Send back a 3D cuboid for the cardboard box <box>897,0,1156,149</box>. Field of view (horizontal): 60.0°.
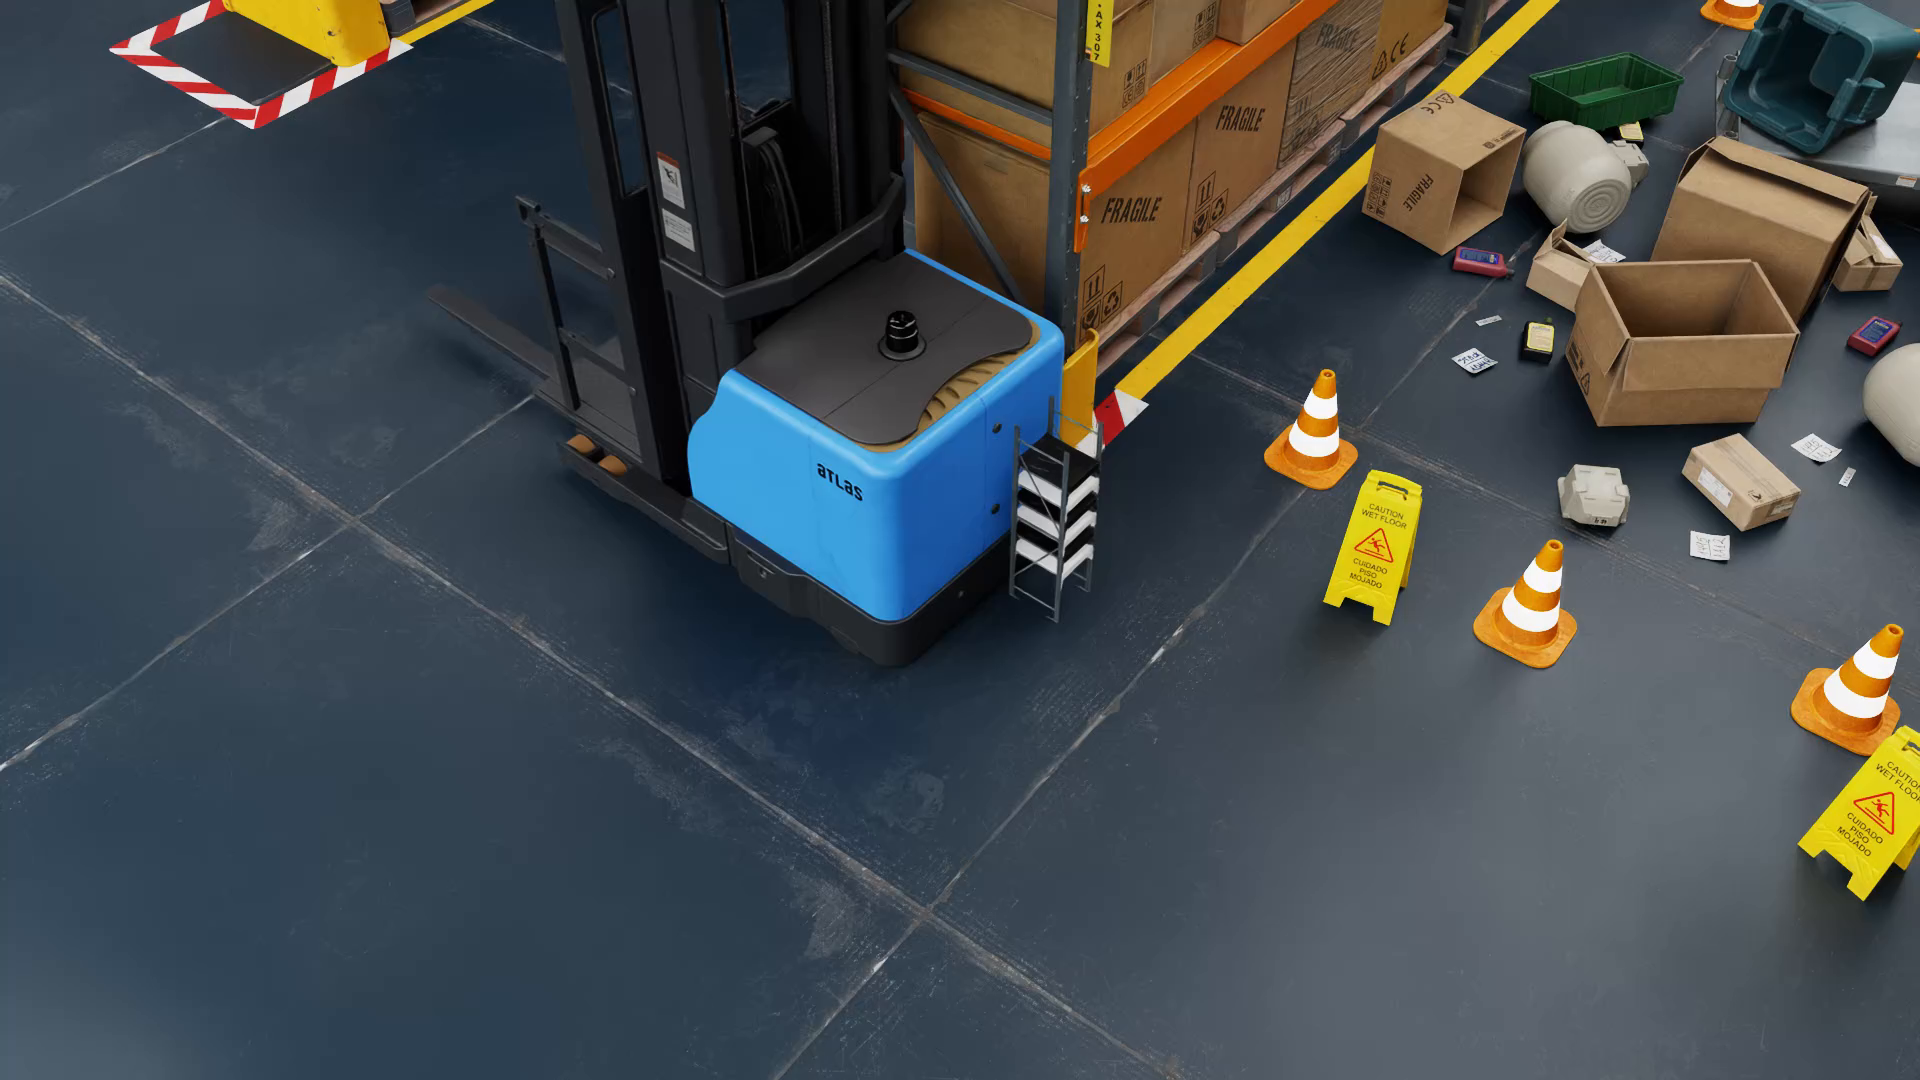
[{"bbox_3d":[0.237,-1.998,6.481,0.875,0.550,0.550,29,53,25],"label":"cardboard box"}]

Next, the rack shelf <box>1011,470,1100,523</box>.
[{"bbox_3d":[0.352,-0.201,6.117,0.258,0.077,0.200,31,54,26],"label":"rack shelf"}]

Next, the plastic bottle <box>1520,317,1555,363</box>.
[{"bbox_3d":[2.641,-0.925,7.592,0.133,0.061,0.283,13,48,12],"label":"plastic bottle"}]

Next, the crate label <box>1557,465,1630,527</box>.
[{"bbox_3d":[2.613,-0.184,6.831,0.250,0.136,0.298,6,47,5],"label":"crate label"}]

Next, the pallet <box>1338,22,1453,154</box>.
[{"bbox_3d":[1.965,-2.639,9.125,1.003,0.211,1.213,29,53,25],"label":"pallet"}]

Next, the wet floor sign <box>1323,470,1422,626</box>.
[{"bbox_3d":[1.596,-0.009,6.312,0.267,0.644,0.232,21,50,19],"label":"wet floor sign"}]

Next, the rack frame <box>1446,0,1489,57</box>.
[{"bbox_3d":[2.492,-4.003,8.499,1.000,3.000,0.127,29,53,25],"label":"rack frame"}]

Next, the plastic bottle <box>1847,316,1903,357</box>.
[{"bbox_3d":[4.198,-0.948,7.613,0.283,0.061,0.133,-33,55,-28],"label":"plastic bottle"}]

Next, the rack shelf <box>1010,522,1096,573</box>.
[{"bbox_3d":[0.352,-0.015,6.312,0.258,0.077,0.200,31,54,26],"label":"rack shelf"}]

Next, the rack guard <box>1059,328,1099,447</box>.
[{"bbox_3d":[0.032,-0.837,7.204,1.175,0.500,0.348,29,53,25],"label":"rack guard"}]

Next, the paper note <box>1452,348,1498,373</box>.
[{"bbox_3d":[2.323,-0.811,7.504,0.142,0.017,0.144,-25,51,-22],"label":"paper note"}]

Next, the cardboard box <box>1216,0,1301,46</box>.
[{"bbox_3d":[0.998,-2.587,7.043,0.875,0.550,0.550,29,53,25],"label":"cardboard box"}]

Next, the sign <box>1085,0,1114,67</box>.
[{"bbox_3d":[0.482,-1.791,5.733,0.100,0.325,0.005,29,53,25],"label":"sign"}]

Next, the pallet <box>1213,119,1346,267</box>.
[{"bbox_3d":[1.220,-1.938,8.455,1.003,0.211,1.213,29,53,25],"label":"pallet"}]

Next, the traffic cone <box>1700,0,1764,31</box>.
[{"bbox_3d":[4.507,-3.226,9.512,0.336,0.463,0.334,29,53,25],"label":"traffic cone"}]

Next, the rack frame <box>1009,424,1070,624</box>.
[{"bbox_3d":[0.288,-0.043,6.169,0.240,0.900,0.006,31,54,26],"label":"rack frame"}]

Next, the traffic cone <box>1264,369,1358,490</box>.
[{"bbox_3d":[1.495,-0.514,6.921,0.336,0.463,0.334,29,53,25],"label":"traffic cone"}]

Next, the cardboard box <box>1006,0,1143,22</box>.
[{"bbox_3d":[0.304,-2.334,6.055,0.875,0.550,0.550,29,53,25],"label":"cardboard box"}]

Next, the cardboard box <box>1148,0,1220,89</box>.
[{"bbox_3d":[0.556,-2.322,6.790,0.875,0.550,0.550,29,53,25],"label":"cardboard box"}]

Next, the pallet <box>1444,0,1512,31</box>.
[{"bbox_3d":[2.904,-3.514,9.961,1.003,0.211,1.213,29,53,25],"label":"pallet"}]

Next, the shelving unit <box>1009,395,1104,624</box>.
[{"bbox_3d":[0.352,-0.100,6.223,0.258,0.900,0.210,31,54,26],"label":"shelving unit"}]

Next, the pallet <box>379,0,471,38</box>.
[{"bbox_3d":[-3.246,-3.494,9.942,1.003,0.211,1.213,29,53,25],"label":"pallet"}]

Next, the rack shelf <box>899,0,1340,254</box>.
[{"bbox_3d":[1.269,-2.610,7.666,1.077,0.370,4.000,29,53,25],"label":"rack shelf"}]

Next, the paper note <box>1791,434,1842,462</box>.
[{"bbox_3d":[3.666,-0.394,7.114,0.142,0.019,0.148,-25,51,-22],"label":"paper note"}]

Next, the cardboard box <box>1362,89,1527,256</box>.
[{"bbox_3d":[2.355,-1.798,8.120,0.500,0.500,0.500,-33,55,-28],"label":"cardboard box"}]

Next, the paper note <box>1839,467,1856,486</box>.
[{"bbox_3d":[3.735,-0.266,6.997,0.032,0.001,0.123,29,53,25],"label":"paper note"}]

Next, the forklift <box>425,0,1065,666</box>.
[{"bbox_3d":[-1.053,-1.459,6.117,3.031,2.935,1.130,32,54,27],"label":"forklift"}]

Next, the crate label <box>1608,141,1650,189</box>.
[{"bbox_3d":[3.351,-1.923,8.492,0.298,0.136,0.250,-2,46,-2],"label":"crate label"}]

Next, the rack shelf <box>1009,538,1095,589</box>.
[{"bbox_3d":[0.352,0.048,6.377,0.258,0.077,0.200,31,54,26],"label":"rack shelf"}]

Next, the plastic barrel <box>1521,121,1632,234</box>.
[{"bbox_3d":[3.012,-1.785,8.163,0.421,0.421,0.512,-9,47,-8],"label":"plastic barrel"}]

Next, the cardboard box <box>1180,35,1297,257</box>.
[{"bbox_3d":[0.945,-2.047,7.810,0.875,0.875,0.875,28,53,24],"label":"cardboard box"}]

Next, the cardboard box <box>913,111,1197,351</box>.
[{"bbox_3d":[0.409,-1.542,7.328,0.875,0.875,0.875,29,53,25],"label":"cardboard box"}]

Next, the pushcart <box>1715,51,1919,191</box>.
[{"bbox_3d":[4.636,-1.946,8.348,1.648,0.377,0.936,13,48,12],"label":"pushcart"}]

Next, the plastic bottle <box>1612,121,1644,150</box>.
[{"bbox_3d":[3.517,-2.162,8.773,0.133,0.061,0.283,6,47,5],"label":"plastic bottle"}]

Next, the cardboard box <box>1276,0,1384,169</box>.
[{"bbox_3d":[1.504,-2.567,8.307,0.875,0.875,0.875,30,53,25],"label":"cardboard box"}]

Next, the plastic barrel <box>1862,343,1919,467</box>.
[{"bbox_3d":[4.090,-0.545,6.978,0.421,0.421,0.512,-9,47,-8],"label":"plastic barrel"}]

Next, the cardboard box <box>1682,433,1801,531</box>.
[{"bbox_3d":[3.228,-0.241,6.878,0.250,0.149,0.380,-17,49,-15],"label":"cardboard box"}]

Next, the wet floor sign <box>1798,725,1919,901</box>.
[{"bbox_3d":[3.062,0.866,5.477,0.232,0.644,0.267,-25,51,-22],"label":"wet floor sign"}]

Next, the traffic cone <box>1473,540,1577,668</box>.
[{"bbox_3d":[2.181,0.180,6.258,0.336,0.463,0.334,29,53,25],"label":"traffic cone"}]

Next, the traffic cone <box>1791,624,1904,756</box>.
[{"bbox_3d":[3.267,0.477,5.975,0.336,0.463,0.334,29,53,25],"label":"traffic cone"}]

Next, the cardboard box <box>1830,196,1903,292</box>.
[{"bbox_3d":[4.274,-1.410,7.914,0.258,0.266,0.396,-2,46,-2],"label":"cardboard box"}]

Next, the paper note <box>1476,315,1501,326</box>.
[{"bbox_3d":[2.454,-1.018,7.716,0.123,0.001,0.032,-17,49,-15],"label":"paper note"}]

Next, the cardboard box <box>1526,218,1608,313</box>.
[{"bbox_3d":[2.899,-1.260,7.770,0.258,0.266,0.396,-33,55,-28],"label":"cardboard box"}]

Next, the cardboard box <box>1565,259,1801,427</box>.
[{"bbox_3d":[3.096,-0.845,7.210,0.797,0.503,0.637,-2,46,-2],"label":"cardboard box"}]

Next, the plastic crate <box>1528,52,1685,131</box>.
[{"bbox_3d":[3.422,-2.373,8.847,0.662,0.188,0.450,-17,39,-15],"label":"plastic crate"}]

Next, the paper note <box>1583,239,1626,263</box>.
[{"bbox_3d":[3.110,-1.388,8.061,0.155,0.023,0.172,-25,51,-22],"label":"paper note"}]

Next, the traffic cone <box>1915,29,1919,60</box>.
[{"bbox_3d":[5.507,-2.932,9.231,0.336,0.463,0.334,29,53,25],"label":"traffic cone"}]

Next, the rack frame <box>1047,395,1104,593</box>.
[{"bbox_3d":[0.416,-0.157,6.277,0.240,0.900,0.006,31,54,26],"label":"rack frame"}]

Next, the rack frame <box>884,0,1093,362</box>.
[{"bbox_3d":[0.046,-1.714,6.313,1.000,3.000,0.127,29,53,25],"label":"rack frame"}]

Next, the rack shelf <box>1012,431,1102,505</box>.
[{"bbox_3d":[0.352,-0.263,6.052,0.258,0.077,0.200,31,54,26],"label":"rack shelf"}]

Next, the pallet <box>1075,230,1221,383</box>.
[{"bbox_3d":[0.473,-1.243,7.791,1.003,0.211,1.213,29,53,25],"label":"pallet"}]

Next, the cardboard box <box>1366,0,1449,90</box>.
[{"bbox_3d":[2.052,-3.085,8.801,0.875,0.875,0.875,30,53,26],"label":"cardboard box"}]

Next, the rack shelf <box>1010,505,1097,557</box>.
[{"bbox_3d":[0.352,-0.077,6.247,0.258,0.077,0.200,31,54,26],"label":"rack shelf"}]

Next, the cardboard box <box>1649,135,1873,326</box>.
[{"bbox_3d":[3.661,-1.431,7.675,0.797,0.637,0.503,29,53,25],"label":"cardboard box"}]

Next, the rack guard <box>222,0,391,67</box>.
[{"bbox_3d":[-3.770,-3.145,9.408,1.175,0.500,0.348,29,53,25],"label":"rack guard"}]

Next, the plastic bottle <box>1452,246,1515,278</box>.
[{"bbox_3d":[2.517,-1.328,7.977,0.283,0.061,0.133,13,48,12],"label":"plastic bottle"}]

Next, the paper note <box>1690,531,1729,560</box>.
[{"bbox_3d":[3.028,0.021,6.708,0.148,0.019,0.142,13,48,12],"label":"paper note"}]

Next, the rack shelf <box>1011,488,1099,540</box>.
[{"bbox_3d":[0.352,-0.139,6.182,0.258,0.077,0.200,31,54,26],"label":"rack shelf"}]

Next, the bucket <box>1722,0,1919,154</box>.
[{"bbox_3d":[4.233,-2.300,8.085,0.620,0.611,0.726,-17,48,-29],"label":"bucket"}]
